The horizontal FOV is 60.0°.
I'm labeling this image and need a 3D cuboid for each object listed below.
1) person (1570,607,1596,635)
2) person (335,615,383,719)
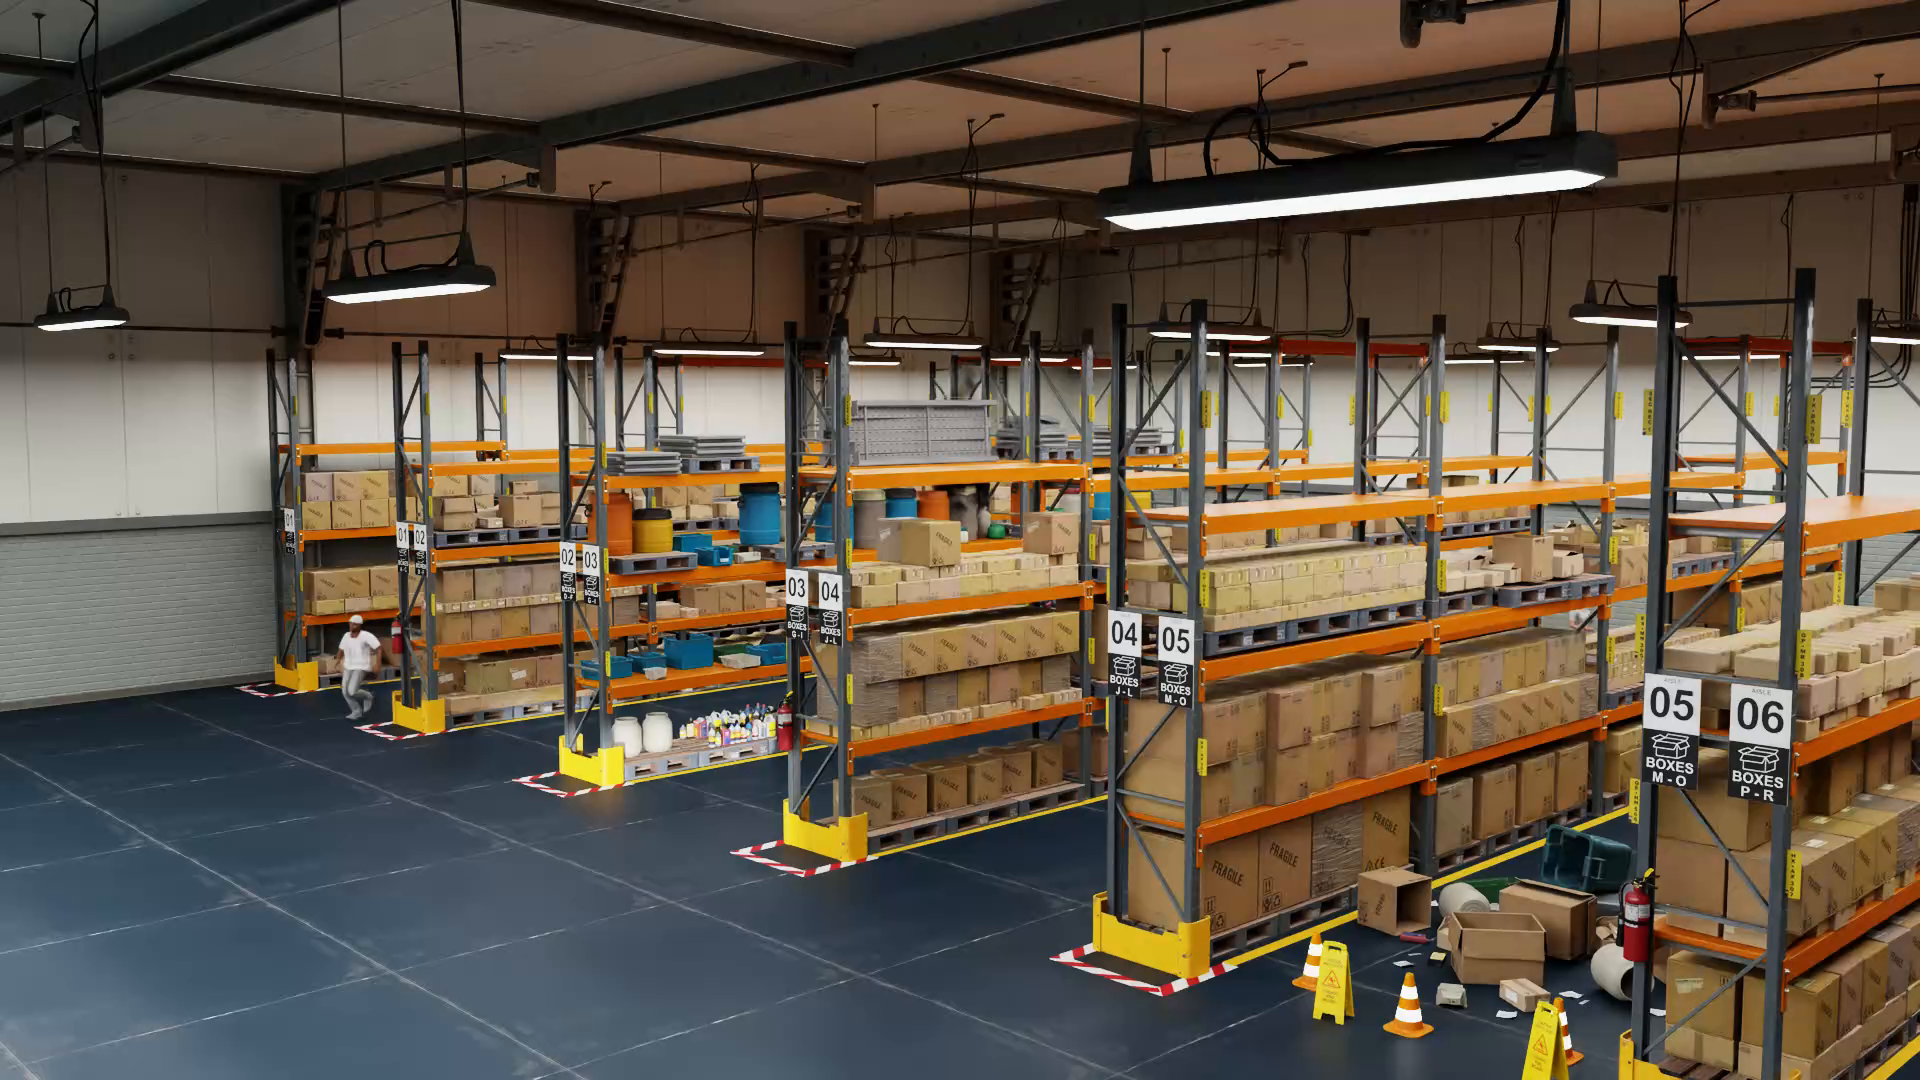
[{"bbox_3d":[11.111,1.759,29.747,0.592,1.671,0.884,-1,5,-15],"label":"person"},{"bbox_3d":[-9.597,2.023,26.452,0.747,1.682,0.567,2,5,20],"label":"person"}]
